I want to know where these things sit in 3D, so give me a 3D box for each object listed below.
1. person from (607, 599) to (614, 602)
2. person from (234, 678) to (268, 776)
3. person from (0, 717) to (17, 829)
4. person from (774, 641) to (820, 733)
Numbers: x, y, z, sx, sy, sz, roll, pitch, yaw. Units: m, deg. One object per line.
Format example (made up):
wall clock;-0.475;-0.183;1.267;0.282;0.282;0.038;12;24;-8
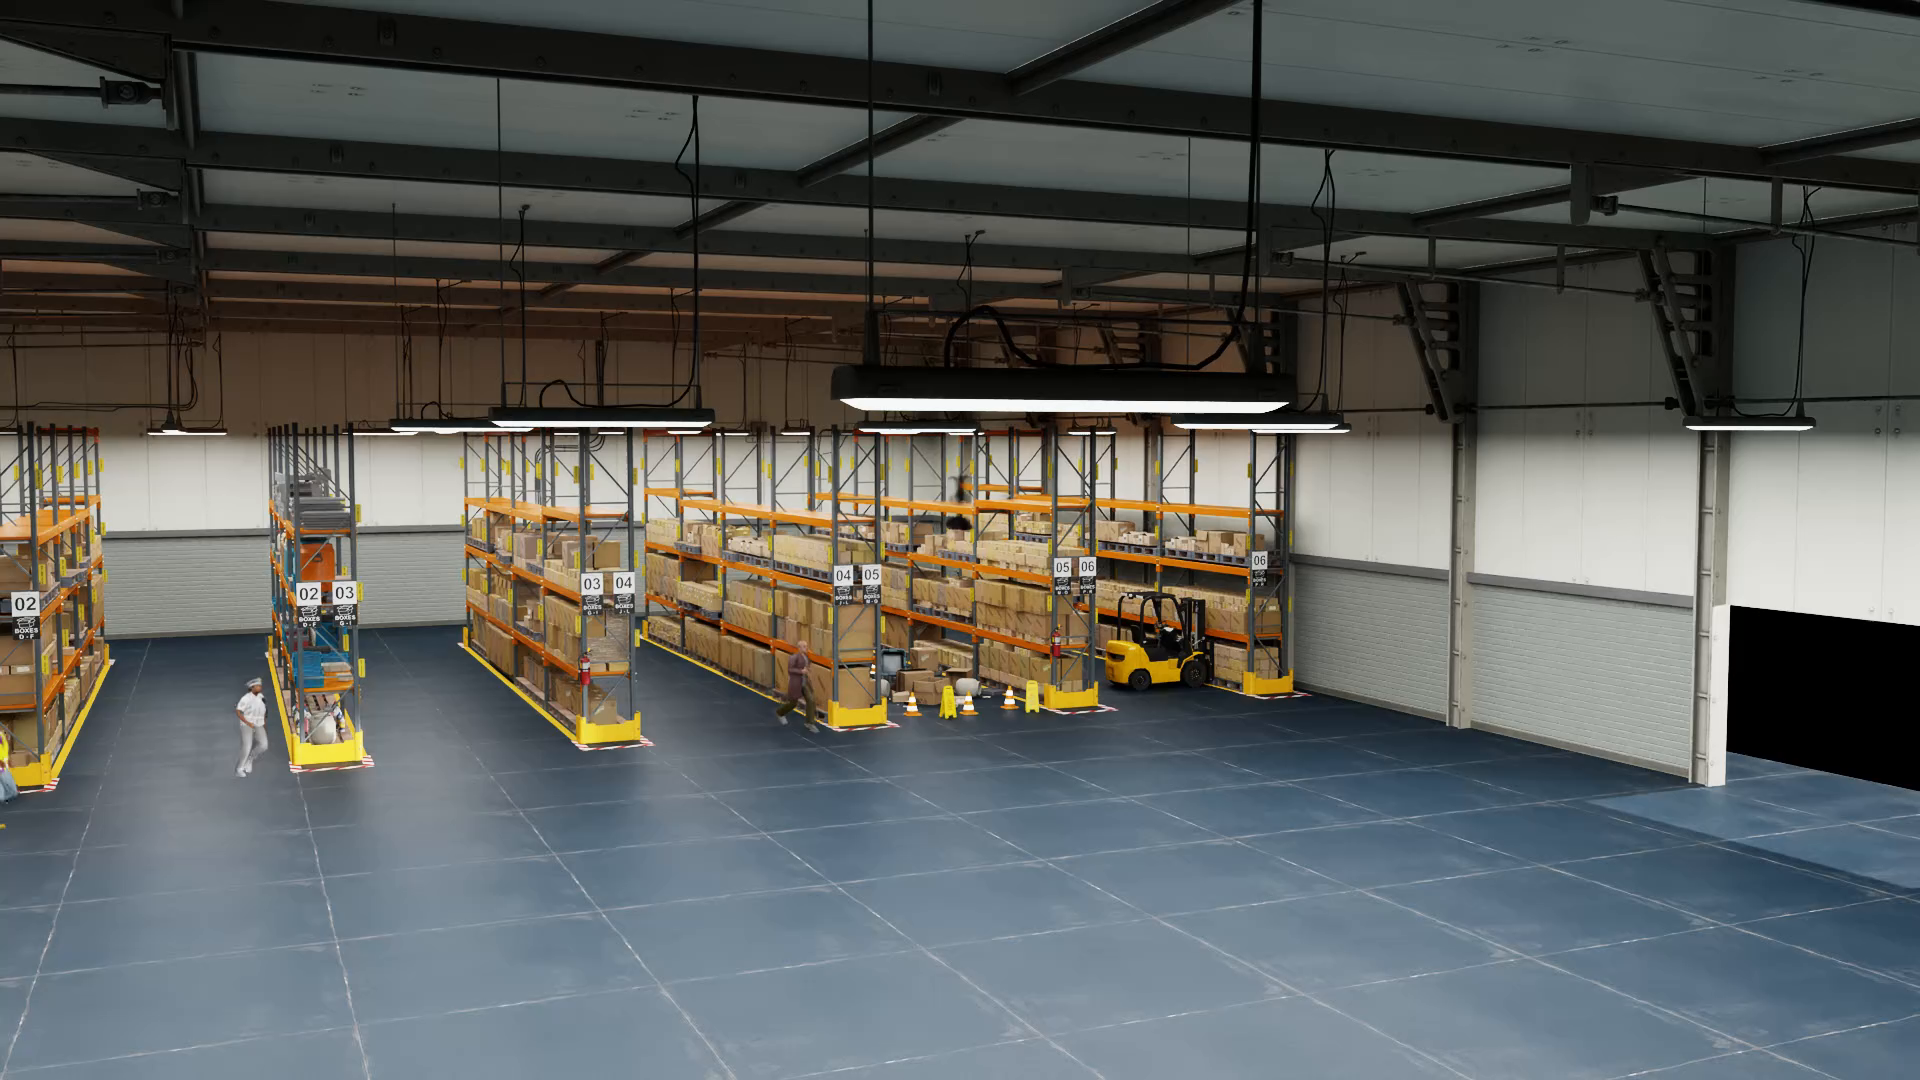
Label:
person;-10.091;2.021;47.110;0.707;1.686;0.755;0;4;8
person;-12.023;3.175;28.355;0.539;1.642;0.633;2;4;30
person;-14.144;3.376;24.359;0.583;1.720;0.683;0;3;3
person;-3.204;2.862;32.622;1.090;1.801;0.723;2;4;34
